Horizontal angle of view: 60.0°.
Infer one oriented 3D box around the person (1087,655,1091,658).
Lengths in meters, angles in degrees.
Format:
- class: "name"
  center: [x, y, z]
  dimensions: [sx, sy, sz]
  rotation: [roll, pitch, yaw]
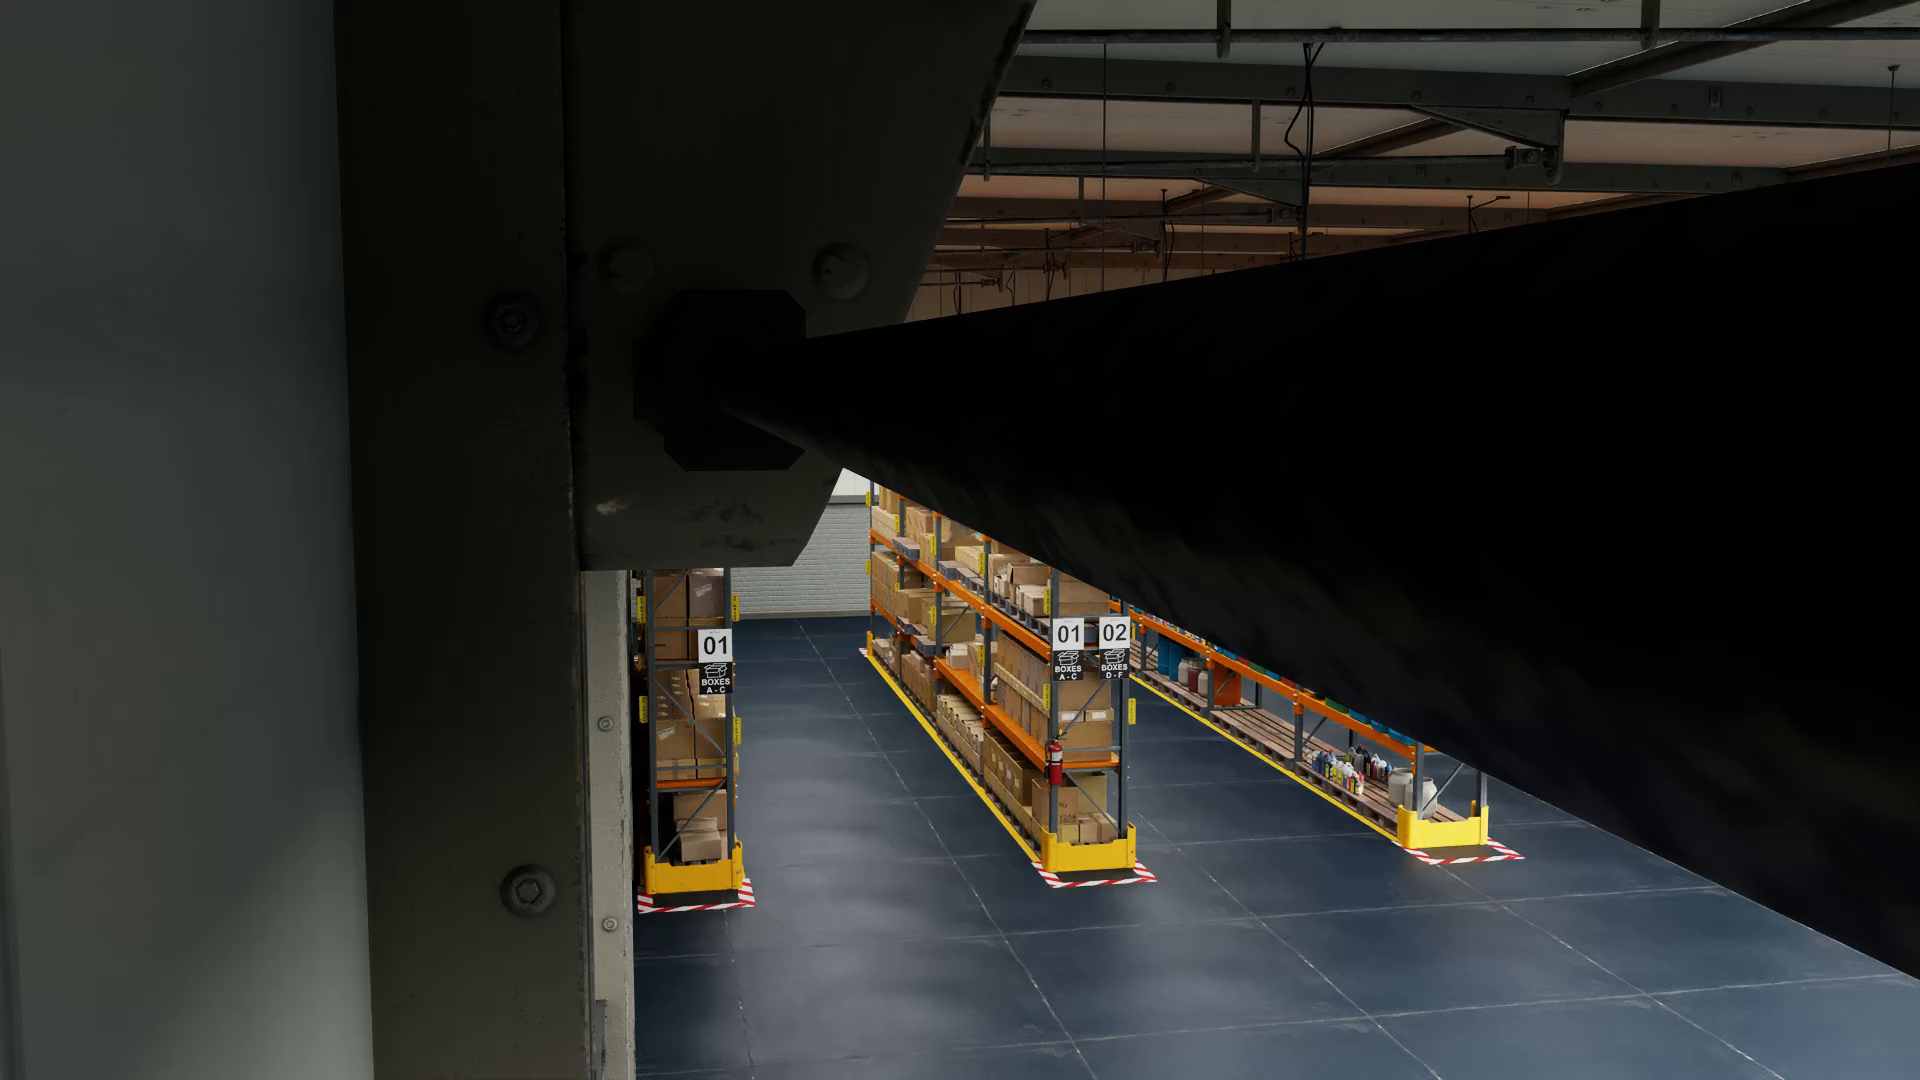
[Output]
- class: "person"
  center: [2.214, 2.346, 30.926]
  dimensions: [0.536, 1.542, 0.545]
  rotation: [-3, 7, -24]
